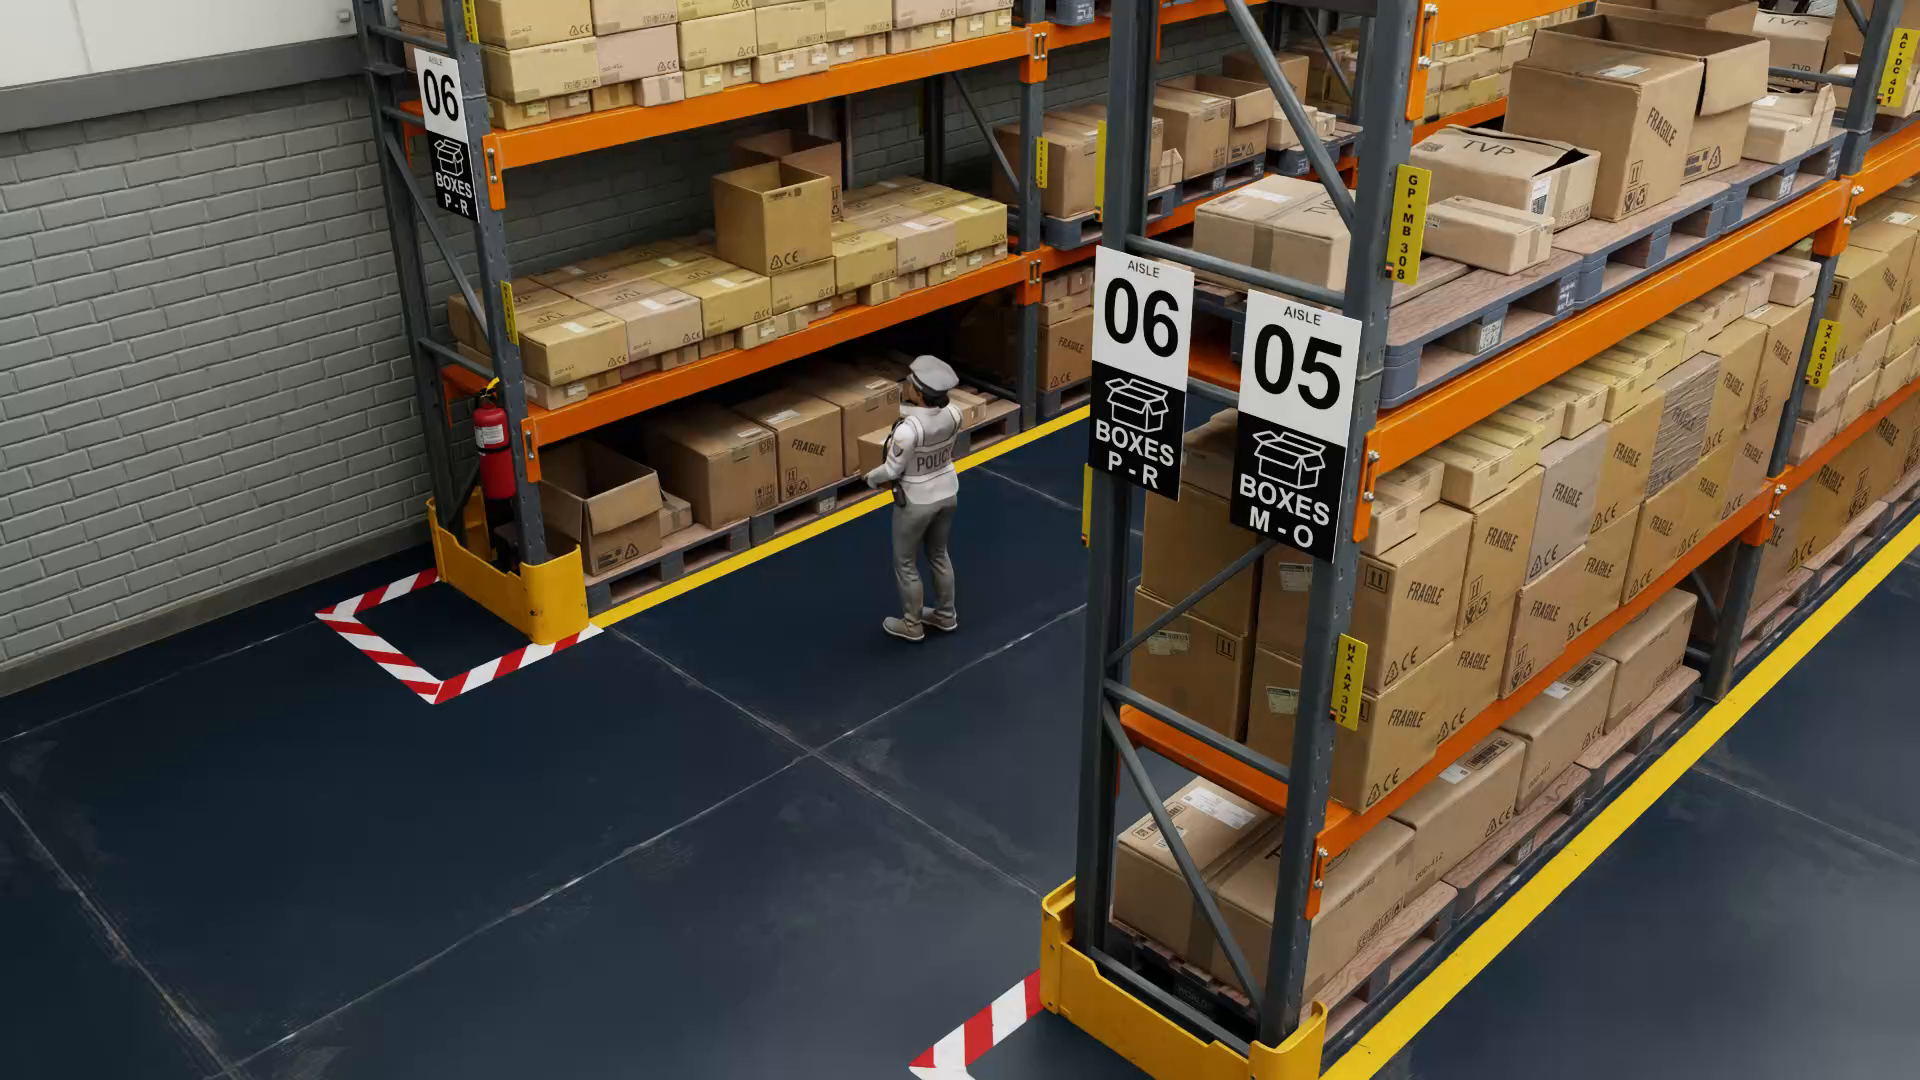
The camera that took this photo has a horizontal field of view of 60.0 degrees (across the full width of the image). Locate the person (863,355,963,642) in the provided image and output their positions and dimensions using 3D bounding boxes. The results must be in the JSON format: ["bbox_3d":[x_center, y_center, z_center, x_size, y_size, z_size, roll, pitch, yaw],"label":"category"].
[{"bbox_3d":[-0.239,-0.238,9.045,0.459,1.686,0.556,-25,37,-38],"label":"person"}]
